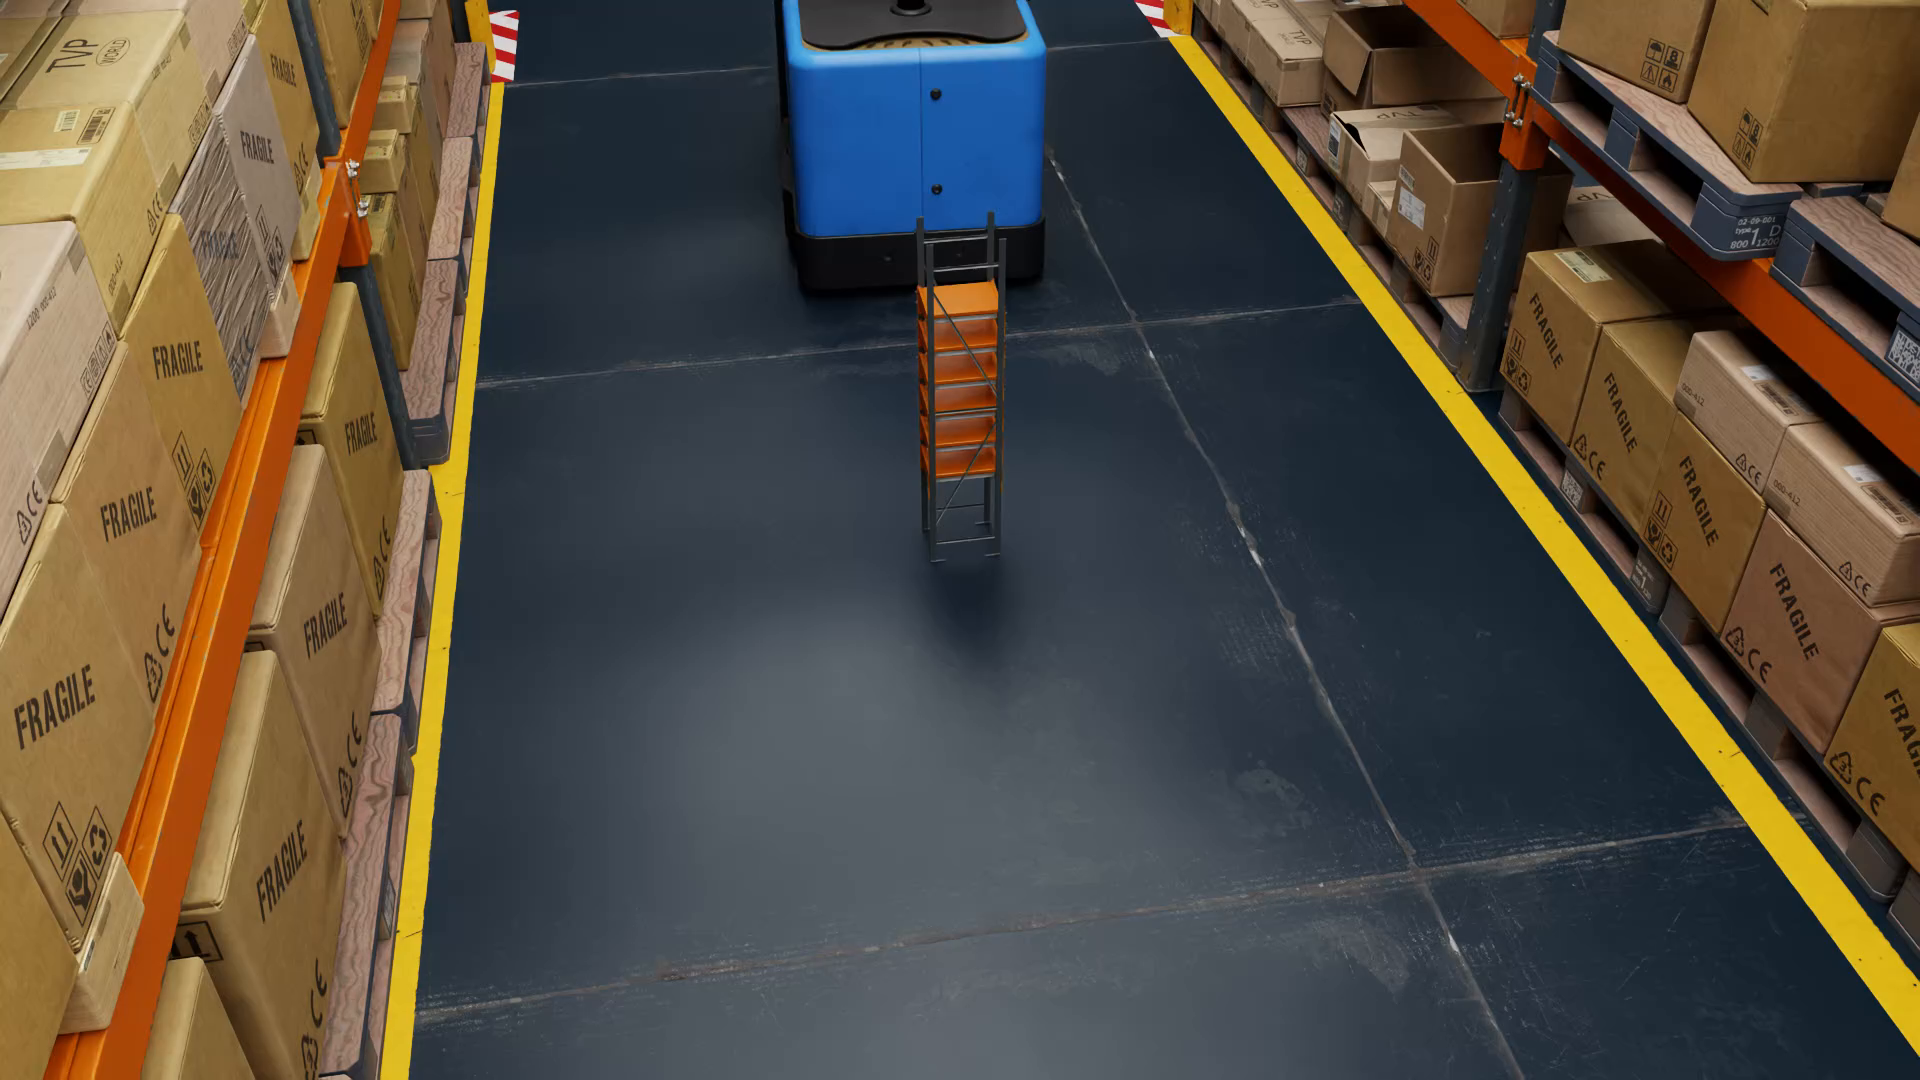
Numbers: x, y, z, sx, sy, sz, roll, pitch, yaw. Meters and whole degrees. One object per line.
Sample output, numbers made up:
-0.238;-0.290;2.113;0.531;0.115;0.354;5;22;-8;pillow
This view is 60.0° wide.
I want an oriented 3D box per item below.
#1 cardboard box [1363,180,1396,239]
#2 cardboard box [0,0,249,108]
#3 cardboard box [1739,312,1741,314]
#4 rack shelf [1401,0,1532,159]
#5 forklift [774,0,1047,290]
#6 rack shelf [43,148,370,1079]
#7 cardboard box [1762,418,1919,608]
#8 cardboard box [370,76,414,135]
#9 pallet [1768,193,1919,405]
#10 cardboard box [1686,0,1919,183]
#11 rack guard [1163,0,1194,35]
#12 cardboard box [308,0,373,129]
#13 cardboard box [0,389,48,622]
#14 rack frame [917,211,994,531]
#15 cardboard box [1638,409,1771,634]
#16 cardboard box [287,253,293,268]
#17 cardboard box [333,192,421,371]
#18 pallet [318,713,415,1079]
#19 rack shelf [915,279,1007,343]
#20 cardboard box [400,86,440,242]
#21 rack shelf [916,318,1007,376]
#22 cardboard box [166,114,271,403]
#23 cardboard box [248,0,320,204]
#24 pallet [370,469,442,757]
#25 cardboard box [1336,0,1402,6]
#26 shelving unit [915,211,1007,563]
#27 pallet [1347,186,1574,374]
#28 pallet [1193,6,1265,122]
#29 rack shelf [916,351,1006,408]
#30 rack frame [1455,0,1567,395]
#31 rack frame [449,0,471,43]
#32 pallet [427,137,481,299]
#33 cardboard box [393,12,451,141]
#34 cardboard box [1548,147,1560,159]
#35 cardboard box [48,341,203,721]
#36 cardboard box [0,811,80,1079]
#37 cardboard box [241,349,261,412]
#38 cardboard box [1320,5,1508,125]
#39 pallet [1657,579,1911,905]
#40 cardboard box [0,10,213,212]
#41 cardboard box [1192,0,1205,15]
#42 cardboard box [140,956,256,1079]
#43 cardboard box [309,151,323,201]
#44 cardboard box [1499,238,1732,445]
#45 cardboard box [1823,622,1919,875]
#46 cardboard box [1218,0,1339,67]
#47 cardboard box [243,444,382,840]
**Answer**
1.955;-1.421;7.100;0.380;0.149;0.250;-6;38;-8;cardboard box
-2.003;-1.201;3.900;0.500;0.250;0.500;-5;38;-7;cardboard box
2.906;-0.460;5.575;0.500;0.500;0.500;-6;38;-8;cardboard box
2.109;-2.764;7.449;1.077;0.370;4.000;-6;38;-8;rack shelf
-0.332;-3.106;7.358;1.130;2.935;3.031;-4;38;-5;forklift
-2.066;0.188;3.650;1.077;0.370;4.000;-6;38;-8;rack shelf
2.568;-0.097;4.498;0.500;0.250;0.500;-7;38;-9;cardboard box
-2.419;-1.744;6.716;0.380;0.149;0.250;-7;38;-9;cardboard box
2.815;-0.522;4.133;1.003;0.211;1.213;-6;38;-8;pallet
2.505;-1.326;4.588;0.700;0.500;0.500;-1;38;-1;cardboard box
1.771;-3.223;9.491;1.175;0.500;0.348;-6;38;-8;rack guard
-2.496;-1.752;5.316;0.980;0.700;0.700;-6;38;-7;cardboard box
-1.637;0.024;2.323;0.500;0.250;0.500;-7;38;-9;cardboard box
-0.013;-0.520;5.442;0.240;1.200;0.006;-6;38;-8;rack frame
2.489;-0.084;5.092;0.500;0.500;0.500;-6;38;-7;cardboard box
-2.011;-0.728;4.431;0.380;0.149;0.250;-5;38;-7;cardboard box
-2.447;-0.946;6.218;0.700;0.500;0.500;-6;38;-7;cardboard box
-1.990;0.993;4.300;1.003;0.211;1.213;-6;38;-8;pallet
0.003;-0.714;5.177;0.258;0.103;0.180;-6;38;-8;rack shelf
-2.620;-1.560;7.008;0.700;0.500;0.500;-5;38;-7;cardboard box
0.003;-0.620;5.251;0.258;0.103;0.180;-6;38;-8;rack shelf
-1.909;-0.606;3.745;0.500;0.500;0.500;-6;38;-8;cardboard box
-2.088;-1.218;4.532;0.500;0.500;0.500;-7;38;-9;cardboard box
-2.208;0.255;5.250;1.003;0.211;1.213;-6;38;-8;pallet
2.096;-3.140;9.026;0.500;0.500;0.500;-6;38;-8;cardboard box
0.003;-0.465;5.371;0.258;1.200;0.189;-6;38;-8;shelving unit
2.340;-1.153;7.063;1.003;0.211;1.213;-6;38;-8;pallet
1.912;-2.627;8.960;1.003;0.211;1.213;-6;38;-8;pallet
0.003;-0.525;5.324;0.258;0.103;0.180;-6;38;-8;rack shelf
2.459;-1.840;5.673;1.000;3.000;0.127;-6;38;-8;rack frame
-3.118;-3.721;8.094;1.000;3.000;0.127;-6;38;-8;rack frame
-2.691;-1.410;7.392;1.003;0.211;1.213;-6;38;-8;pallet
-2.809;-2.185;7.813;0.700;0.500;0.500;-6;38;-8;cardboard box
2.437;-1.693;7.435;0.380;0.166;0.250;-6;38;-8;cardboard box
-1.718;0.008;2.954;0.500;0.500;0.500;-6;38;-8;cardboard box
-1.549;0.626;2.159;0.500;0.500;0.500;-5;38;-7;cardboard box
-1.929;-0.420;4.035;0.380;0.149;0.250;-6;38;-8;cardboard box
2.125;-2.162;7.764;0.797;0.503;0.637;-6;38;-8;cardboard box
2.856;0.487;4.951;1.003;0.211;1.213;-6;38;-8;pallet
-1.914;-0.893;3.503;0.500;0.250;0.500;-6;38;-7;cardboard box
1.493;-3.014;9.149;0.380;0.149;0.250;-6;38;-8;cardboard box
-1.716;1.336;2.995;0.750;0.750;0.750;-7;38;-9;cardboard box
-2.079;-1.040;4.832;0.380;0.149;0.250;-6;38;-8;cardboard box
2.304;-0.708;5.895;0.500;0.500;0.500;-8;39;-10;cardboard box
2.675;0.537;4.292;0.500;0.500;0.500;-8;38;-10;cardboard box
1.662;-2.683;8.641;0.500;0.250;0.500;-6;38;-8;cardboard box
-2.016;0.294;4.337;0.750;0.750;0.750;-5;38;-7;cardboard box
